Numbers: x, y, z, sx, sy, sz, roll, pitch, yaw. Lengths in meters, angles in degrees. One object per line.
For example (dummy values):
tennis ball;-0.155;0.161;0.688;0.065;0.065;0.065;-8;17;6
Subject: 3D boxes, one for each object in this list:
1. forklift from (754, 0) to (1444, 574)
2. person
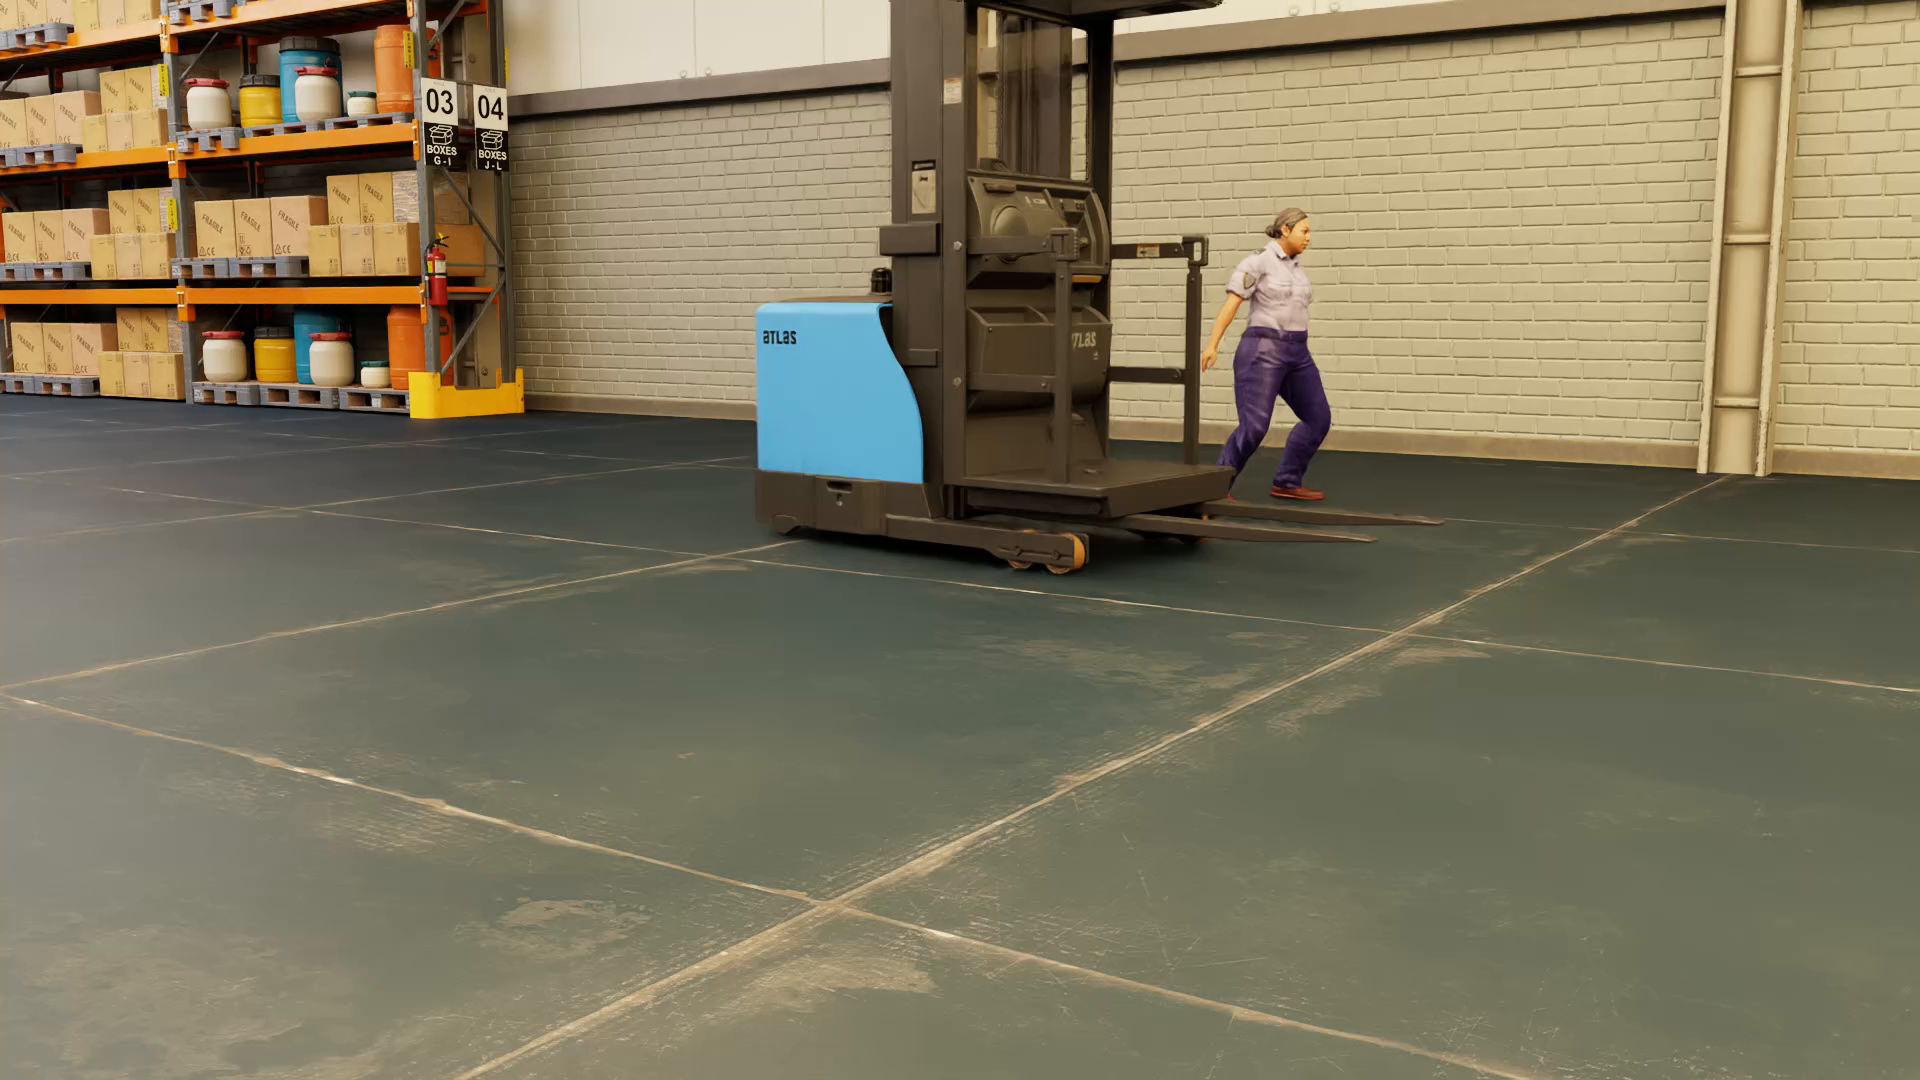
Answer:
forklift;0.509;-1.397;7.018;3.031;2.935;1.130;6;10;38
person;1.621;-0.964;8.952;0.819;1.625;0.485;-6;10;-36
